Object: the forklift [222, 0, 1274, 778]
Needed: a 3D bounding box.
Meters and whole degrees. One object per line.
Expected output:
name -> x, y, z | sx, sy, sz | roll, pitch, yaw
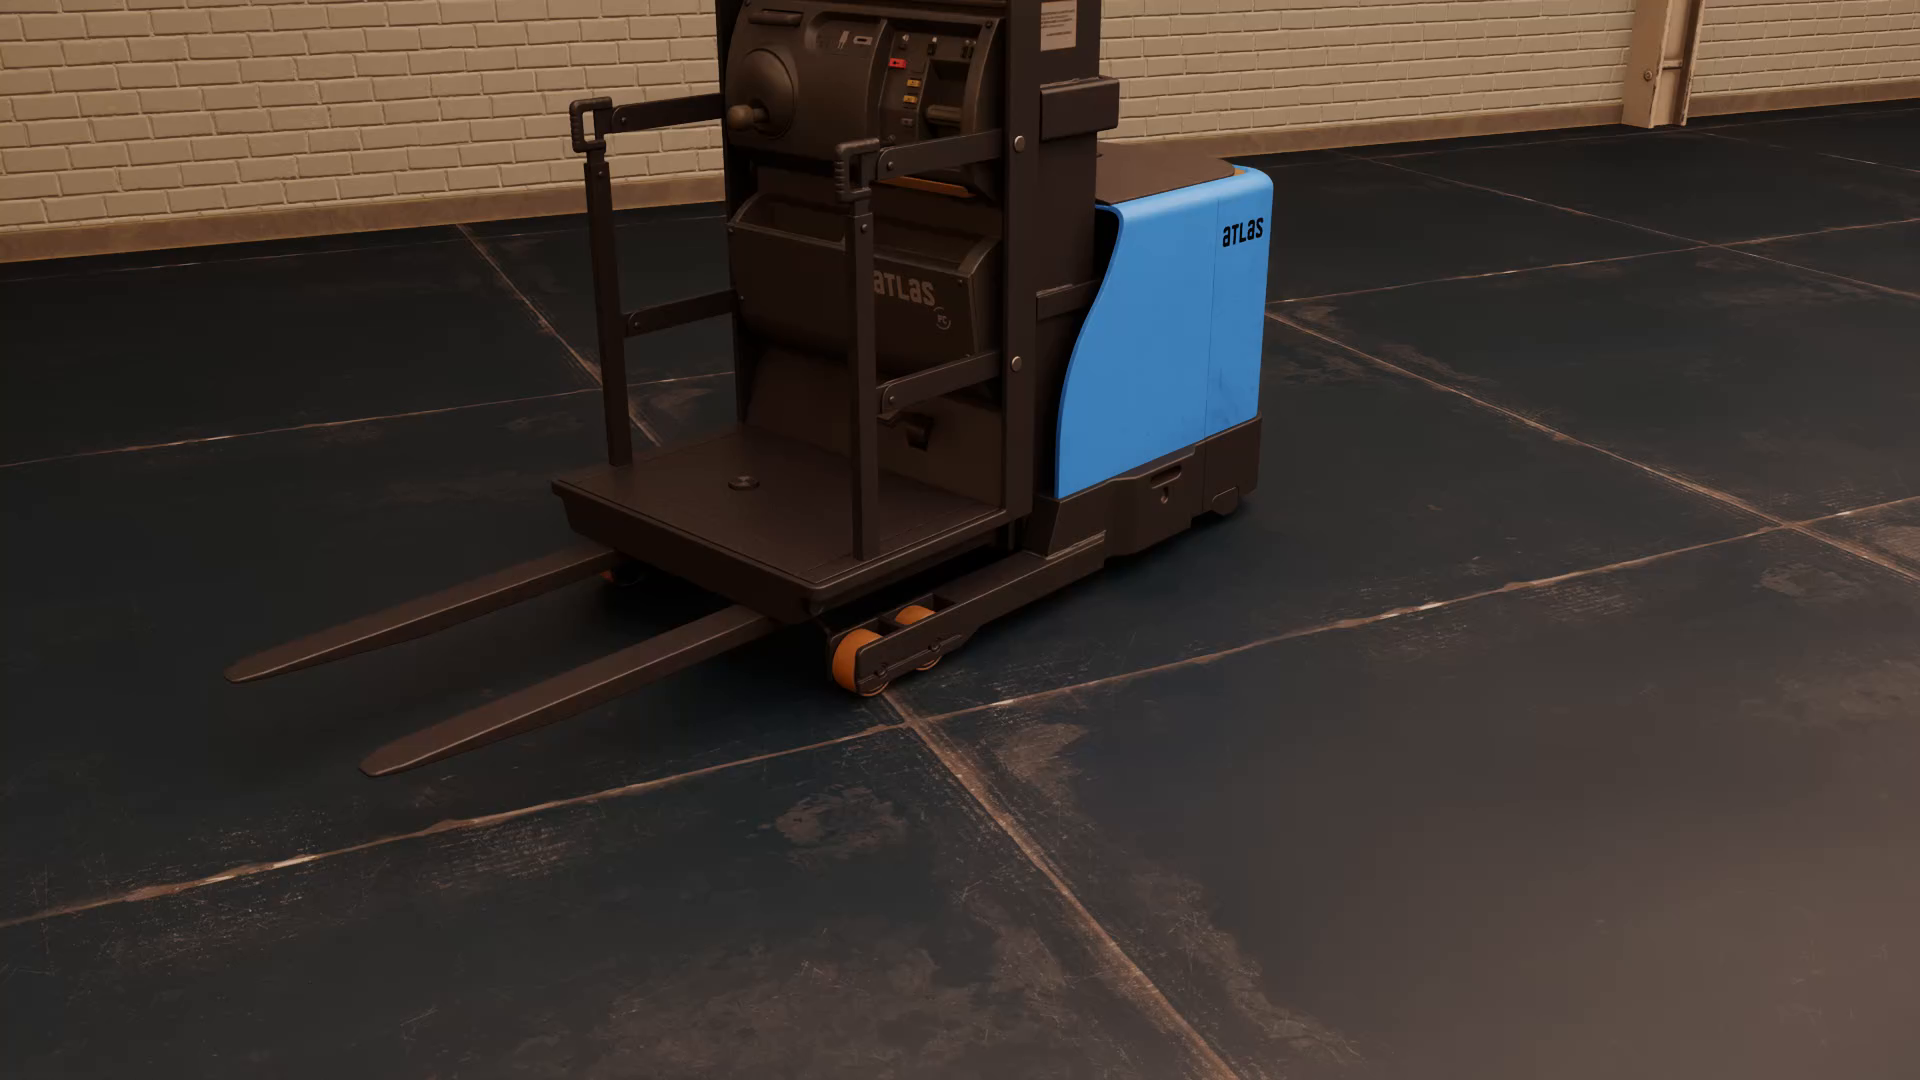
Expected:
forklift -> -0.413, -1.182, 4.131 | 1.130, 2.935, 3.031 | 19, 29, 39
